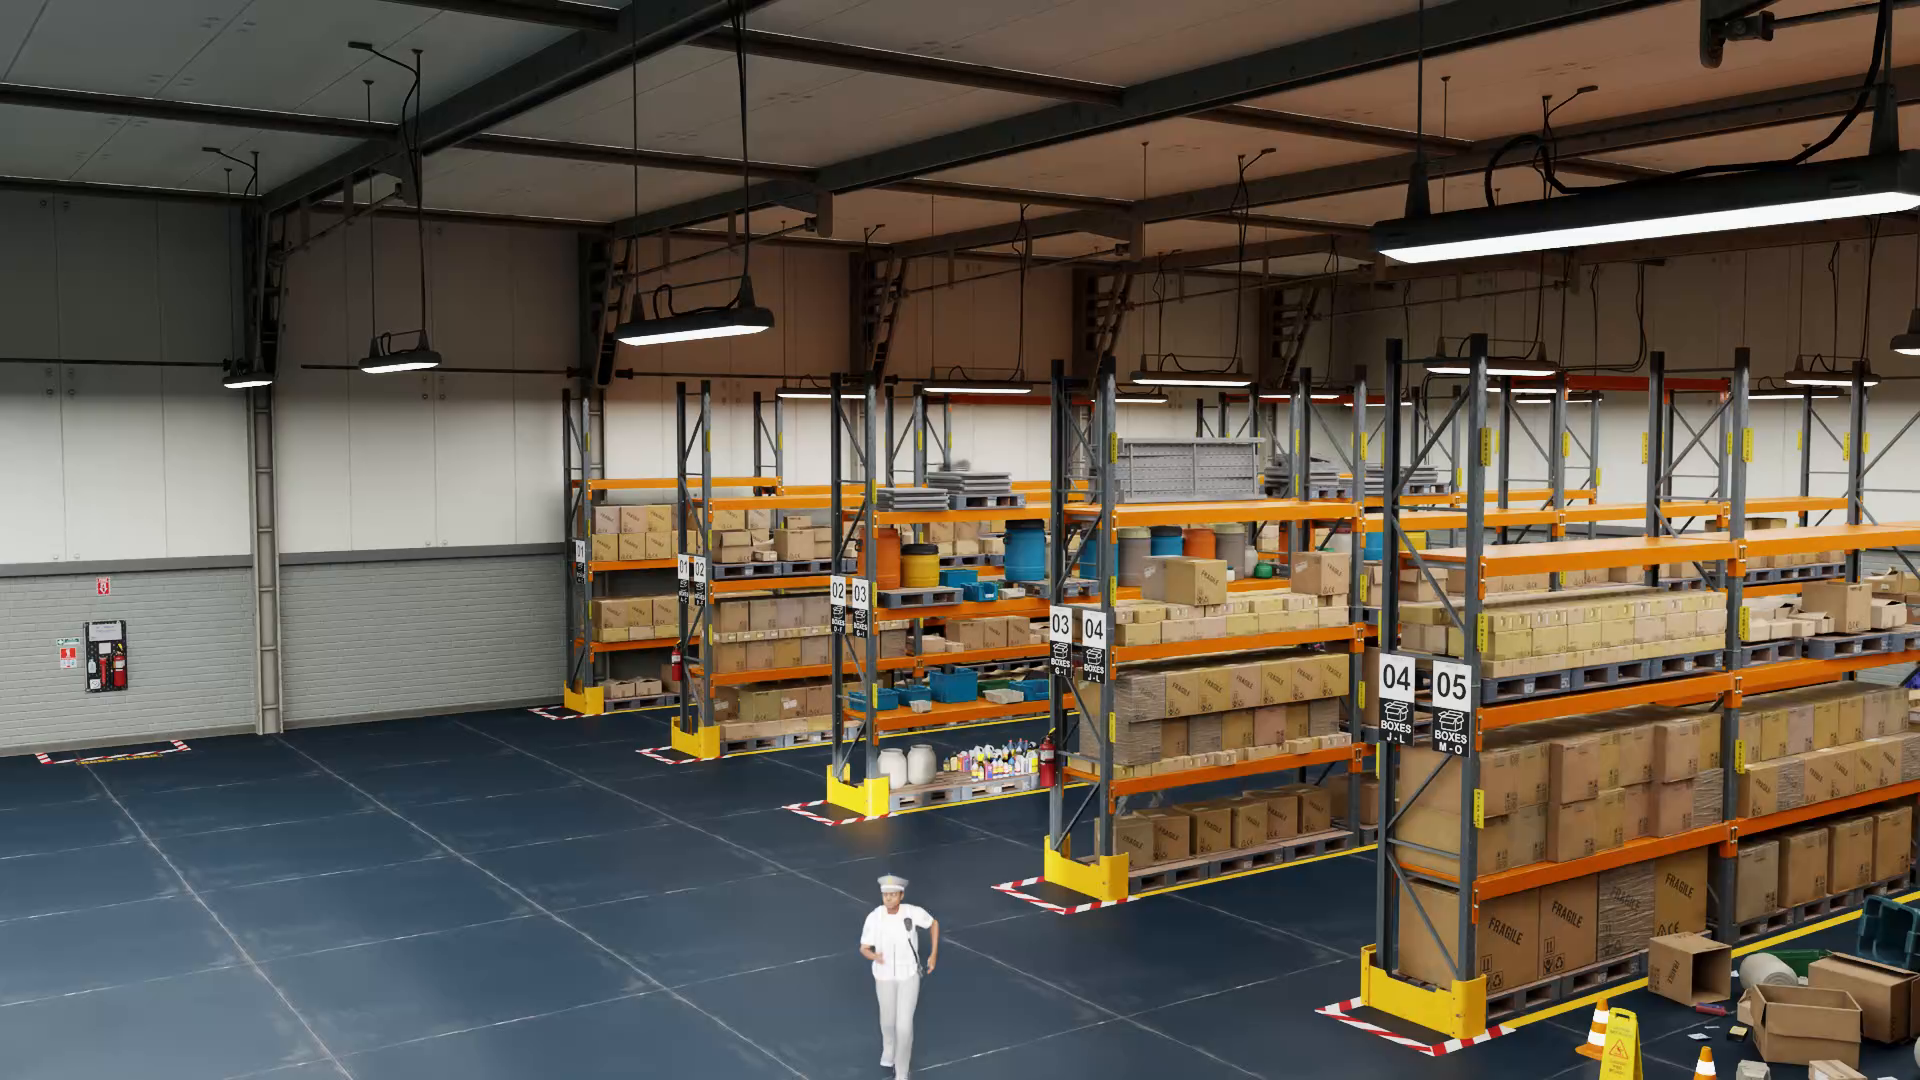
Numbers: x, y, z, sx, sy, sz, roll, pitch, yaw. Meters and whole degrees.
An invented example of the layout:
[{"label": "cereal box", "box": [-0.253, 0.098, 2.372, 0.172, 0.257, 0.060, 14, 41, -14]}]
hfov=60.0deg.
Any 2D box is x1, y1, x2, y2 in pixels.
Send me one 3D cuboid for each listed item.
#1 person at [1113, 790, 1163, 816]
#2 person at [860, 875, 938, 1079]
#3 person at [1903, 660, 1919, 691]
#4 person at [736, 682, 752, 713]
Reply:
[{"label": "person", "box": [2.392, 2.853, 22.434, 0.599, 1.708, 0.860, 4, 5, 44]}, {"label": "person", "box": [-0.482, 3.478, 13.167, 0.586, 1.736, 0.880, 0, 4, 8]}, {"label": "person", "box": [15.295, 2.648, 26.353, 0.645, 1.640, 0.872, 2, 4, 34]}, {"label": "person", "box": [-3.773, 2.363, 29.318, 0.907, 1.767, 0.608, -3, 5, -36]}]
